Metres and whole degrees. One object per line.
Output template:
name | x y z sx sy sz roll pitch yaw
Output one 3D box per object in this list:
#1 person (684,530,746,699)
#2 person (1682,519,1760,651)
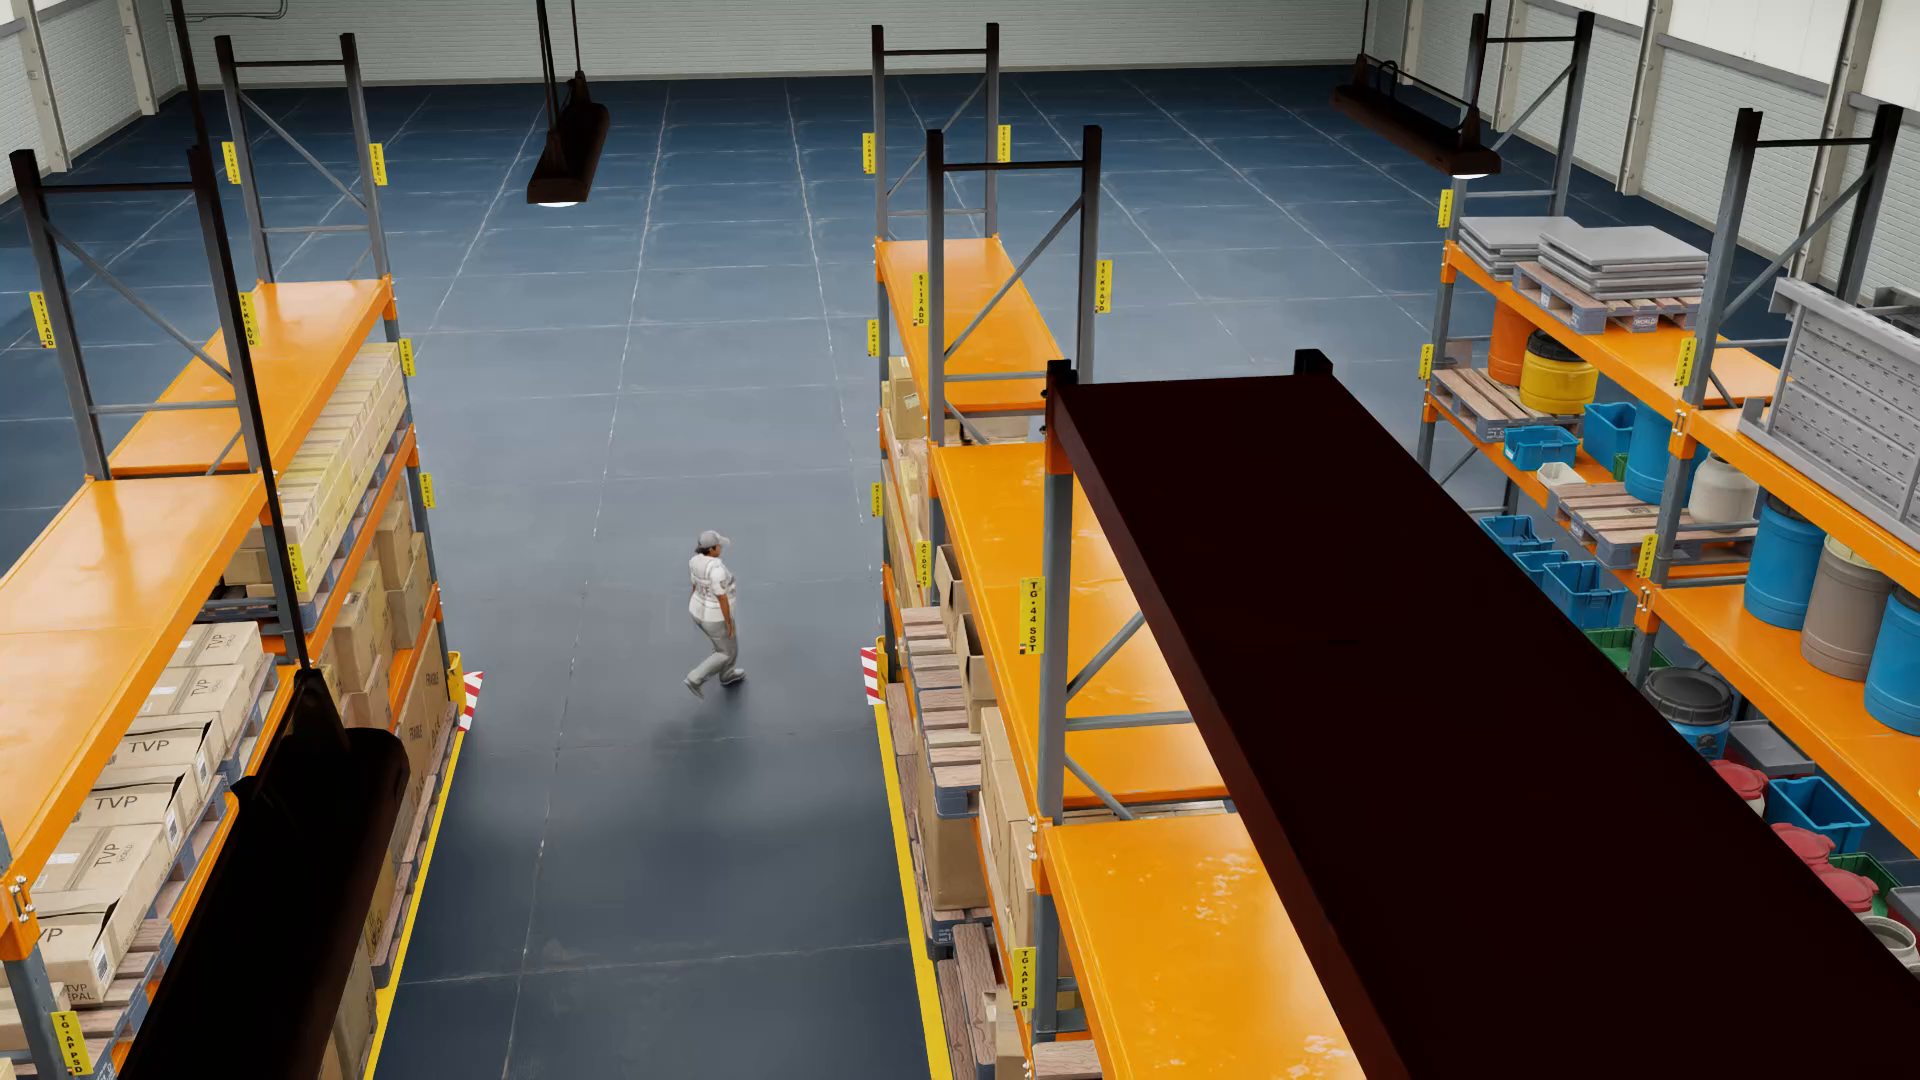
person | -2.250 0.679 15.151 0.757 1.642 0.531 -20 32 -35
person | 7.399 0.501 15.536 1.076 1.581 0.521 20 32 36
